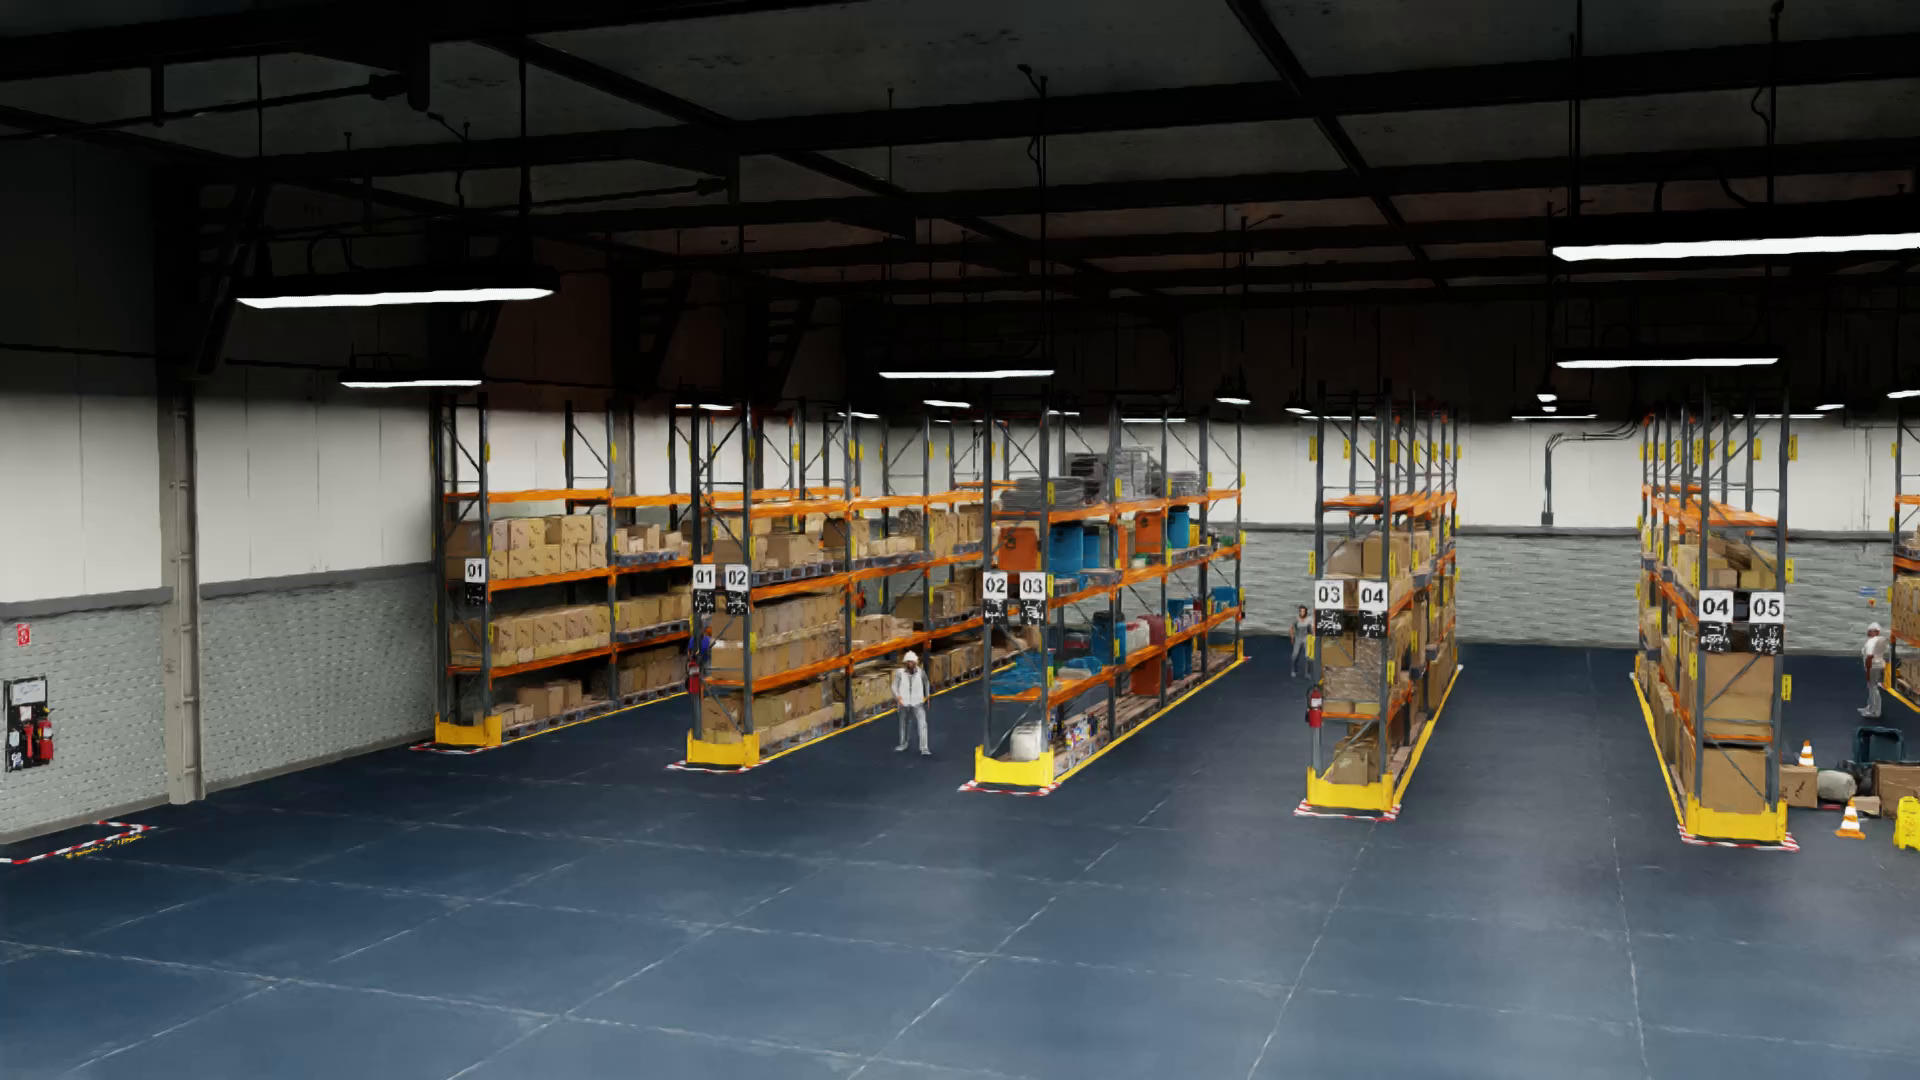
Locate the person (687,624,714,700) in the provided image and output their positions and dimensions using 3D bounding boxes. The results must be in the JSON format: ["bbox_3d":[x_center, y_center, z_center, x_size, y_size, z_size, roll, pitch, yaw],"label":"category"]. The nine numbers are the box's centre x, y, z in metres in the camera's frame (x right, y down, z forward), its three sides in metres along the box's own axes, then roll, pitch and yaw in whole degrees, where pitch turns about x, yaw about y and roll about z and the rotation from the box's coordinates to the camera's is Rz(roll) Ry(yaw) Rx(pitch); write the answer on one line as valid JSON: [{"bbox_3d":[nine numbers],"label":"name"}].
[{"bbox_3d":[-5.092,2.440,33.033,0.621,1.588,0.828,0,3,3],"label":"person"}]

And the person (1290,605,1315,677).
[{"bbox_3d":[7.599,2.238,36.870,0.580,1.618,0.507,1,3,17],"label":"person"}]

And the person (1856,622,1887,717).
[{"bbox_3d":[17.195,2.433,31.399,0.625,1.765,0.497,-3,4,-40],"label":"person"}]

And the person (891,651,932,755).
[{"bbox_3d":[-0.792,2.674,27.498,0.688,1.710,0.825,0,3,2],"label":"person"}]
